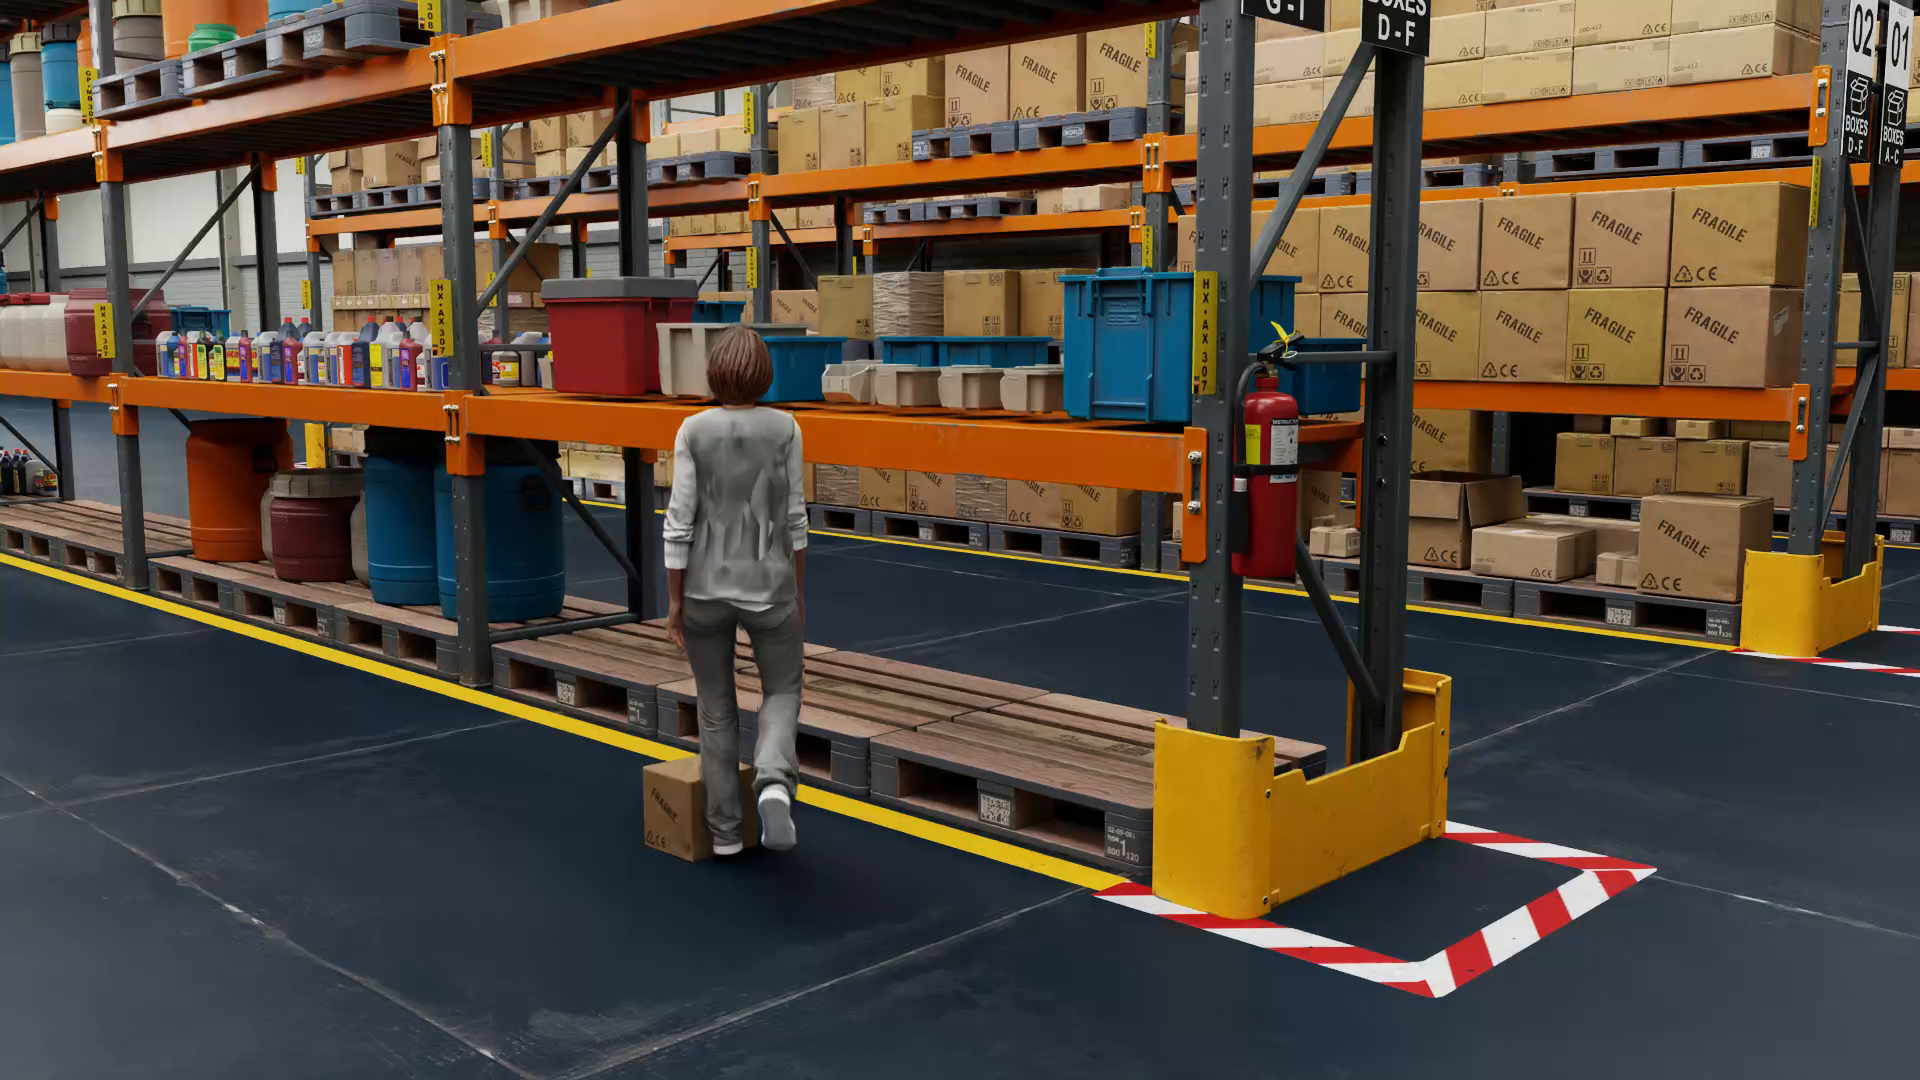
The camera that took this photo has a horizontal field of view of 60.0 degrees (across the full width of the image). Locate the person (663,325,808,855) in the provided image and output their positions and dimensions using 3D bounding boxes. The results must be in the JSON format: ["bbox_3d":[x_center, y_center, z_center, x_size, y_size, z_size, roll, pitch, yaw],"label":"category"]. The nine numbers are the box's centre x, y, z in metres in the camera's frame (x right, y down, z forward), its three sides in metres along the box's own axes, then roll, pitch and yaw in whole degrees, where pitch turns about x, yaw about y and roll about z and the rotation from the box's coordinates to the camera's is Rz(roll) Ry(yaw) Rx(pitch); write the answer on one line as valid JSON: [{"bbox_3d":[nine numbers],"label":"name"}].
[{"bbox_3d":[-0.648,0.172,4.842,0.417,1.583,0.618,-1,7,-7],"label":"person"}]
